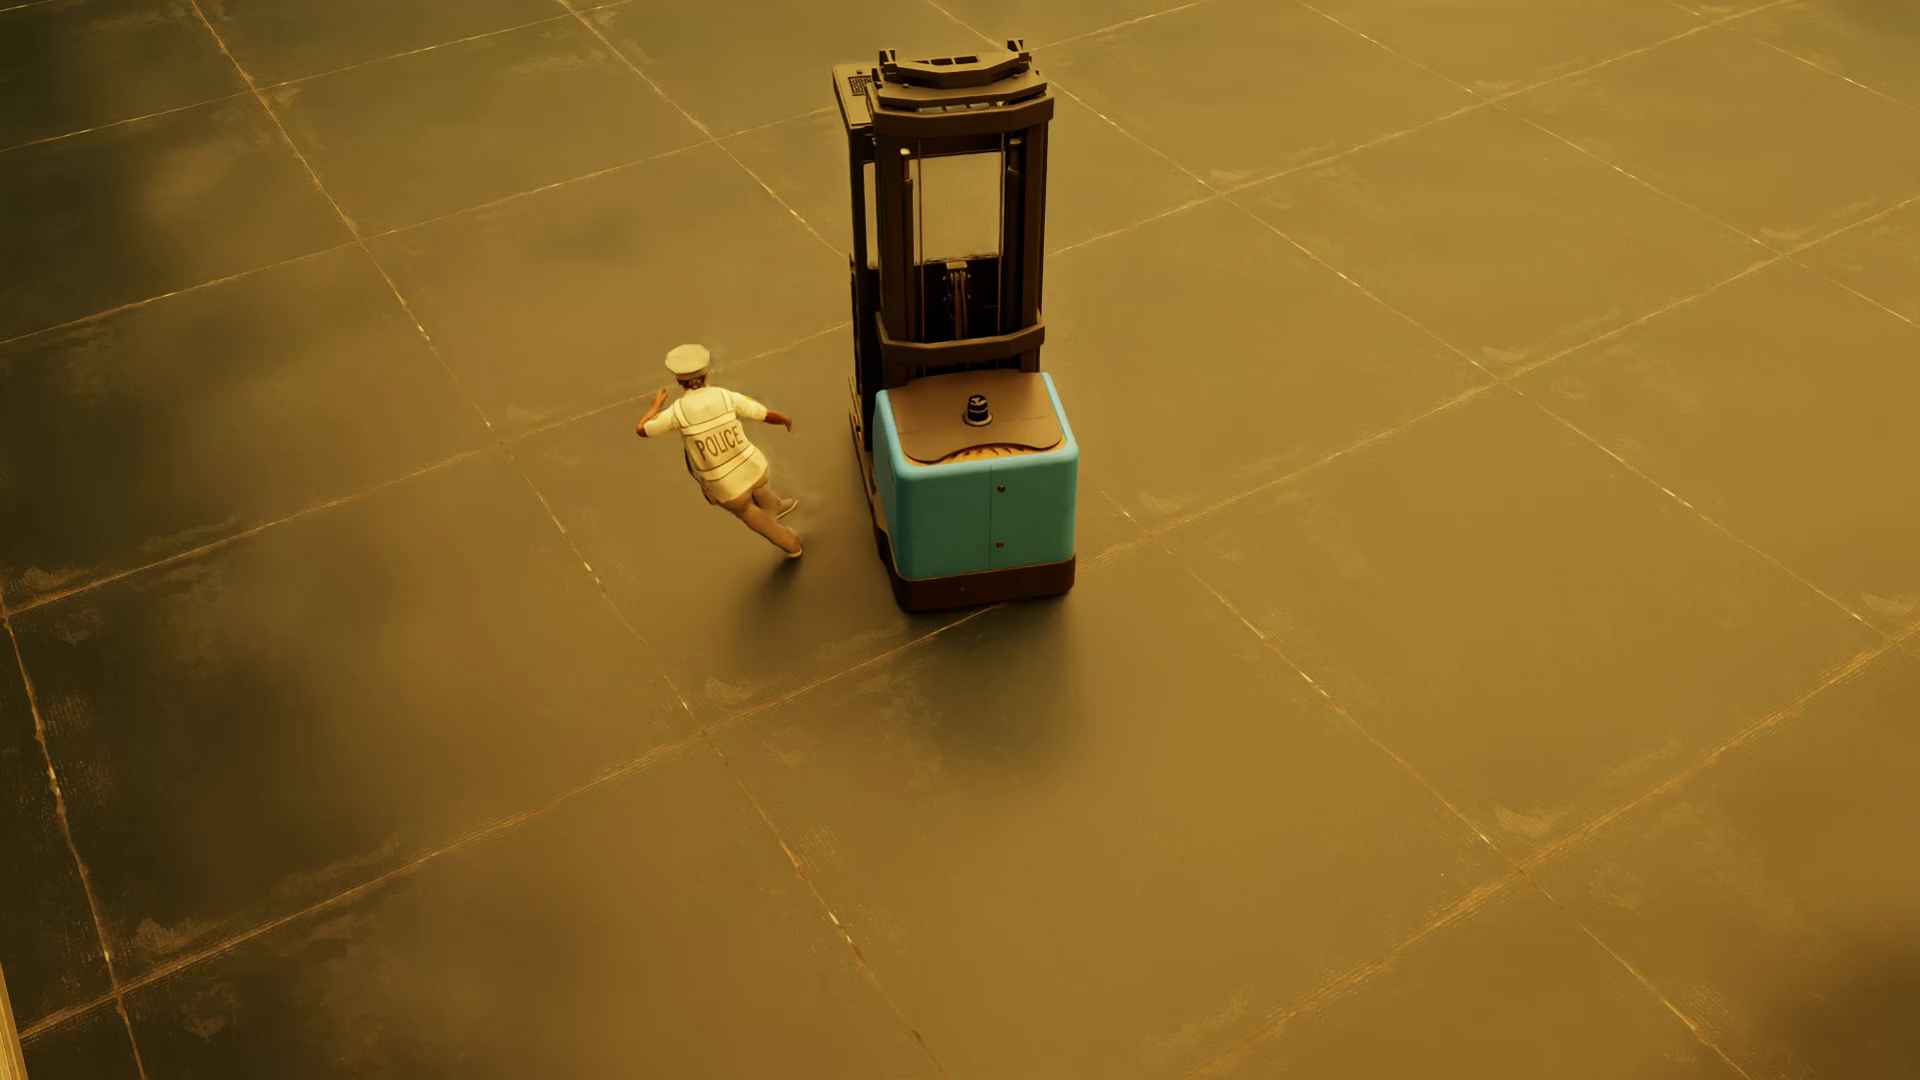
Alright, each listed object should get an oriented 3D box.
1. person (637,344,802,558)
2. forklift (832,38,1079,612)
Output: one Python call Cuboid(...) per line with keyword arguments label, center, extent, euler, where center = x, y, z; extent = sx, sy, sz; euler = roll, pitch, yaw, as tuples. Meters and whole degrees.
Cuboid(label="person", center=(-1.357, -0.500, 9.589), extent=(0.883, 1.422, 0.863), euler=(-27, 48, -27))
Cuboid(label="forklift", center=(-0.108, -1.670, 9.782), extent=(1.130, 2.935, 3.031), euler=(-7, 42, -8))
